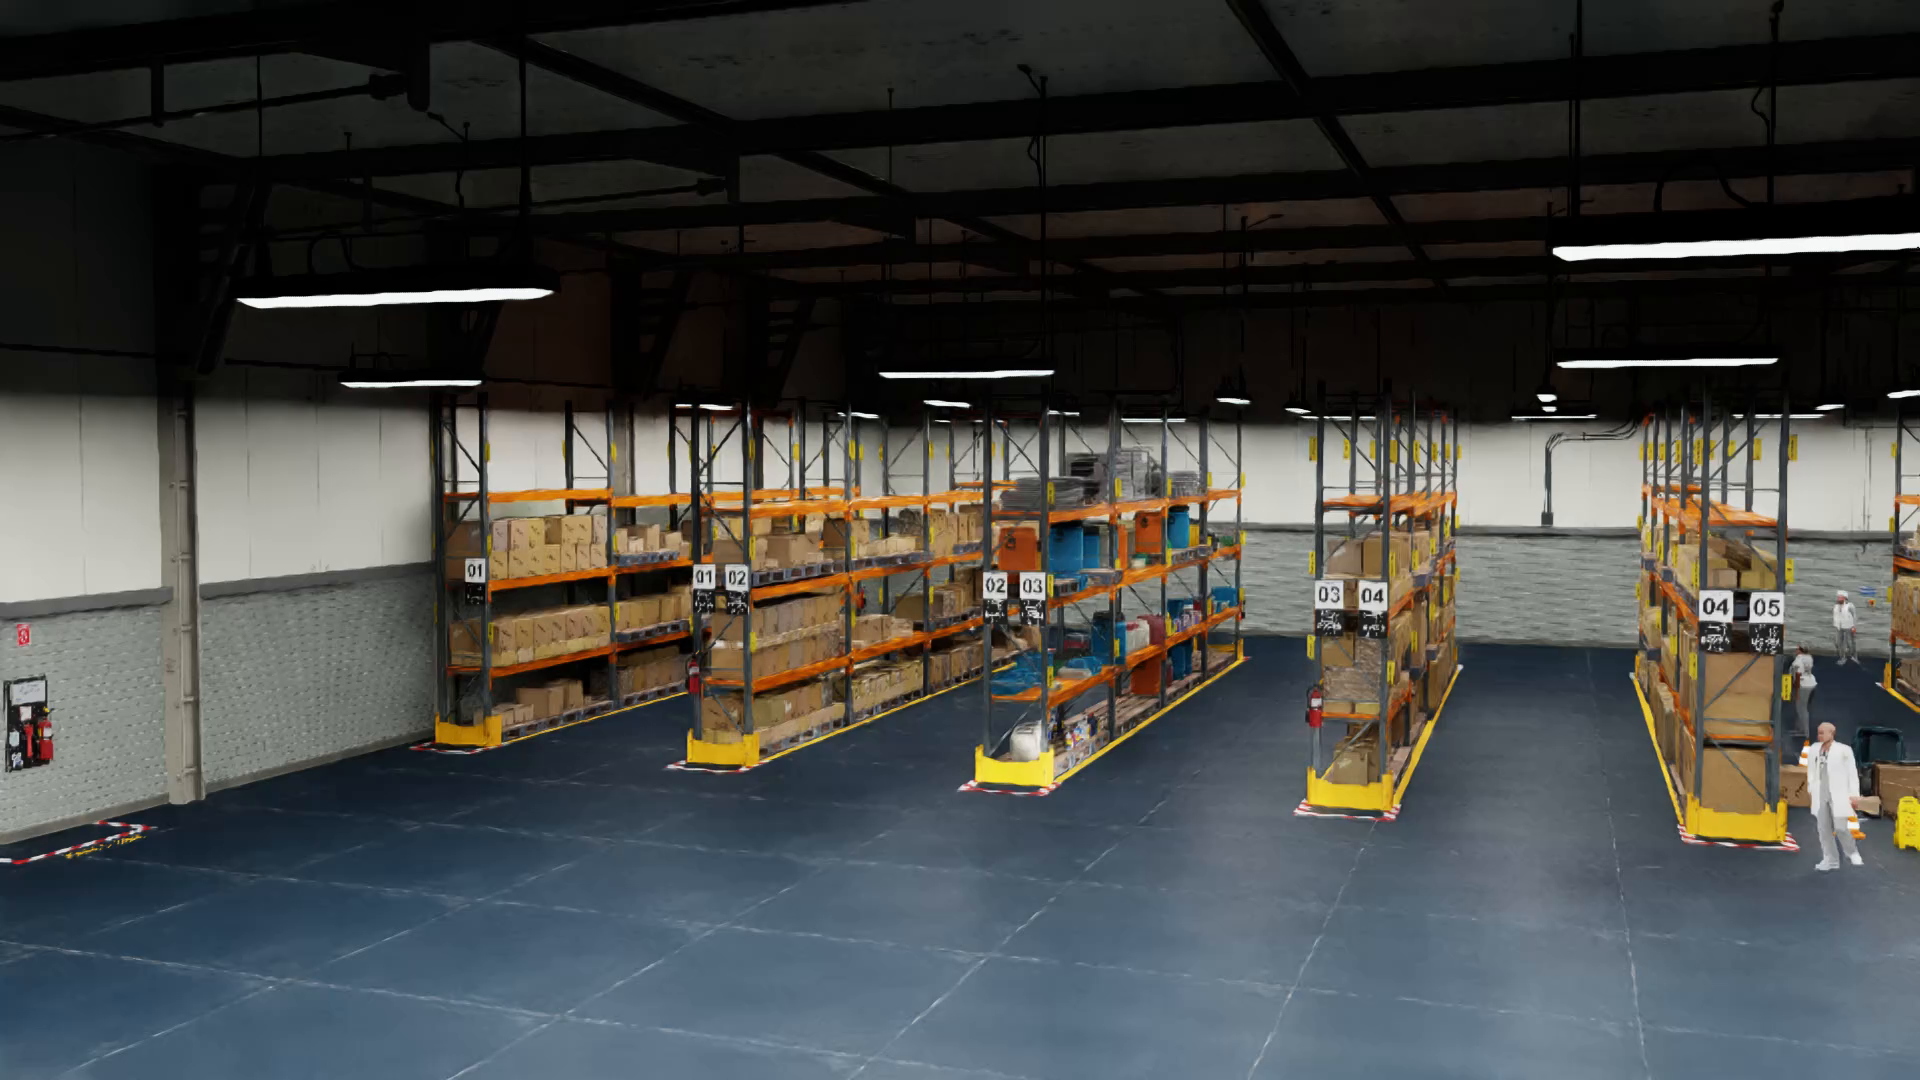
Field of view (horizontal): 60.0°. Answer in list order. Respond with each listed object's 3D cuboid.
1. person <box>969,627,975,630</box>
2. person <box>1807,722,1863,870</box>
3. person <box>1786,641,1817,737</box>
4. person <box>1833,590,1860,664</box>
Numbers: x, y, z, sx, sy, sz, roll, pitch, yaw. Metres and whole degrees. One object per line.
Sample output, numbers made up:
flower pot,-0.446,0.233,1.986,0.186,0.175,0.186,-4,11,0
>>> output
person,0.156,1.731,46.744,0.458,1.588,0.493,-2,3,-27
person,10.490,3.067,19.923,0.574,1.753,0.619,-2,4,-35
person,14.752,2.608,29.209,0.523,1.667,0.478,-3,4,-40
person,20.874,2.042,39.169,0.566,1.760,0.579,-2,4,-34
